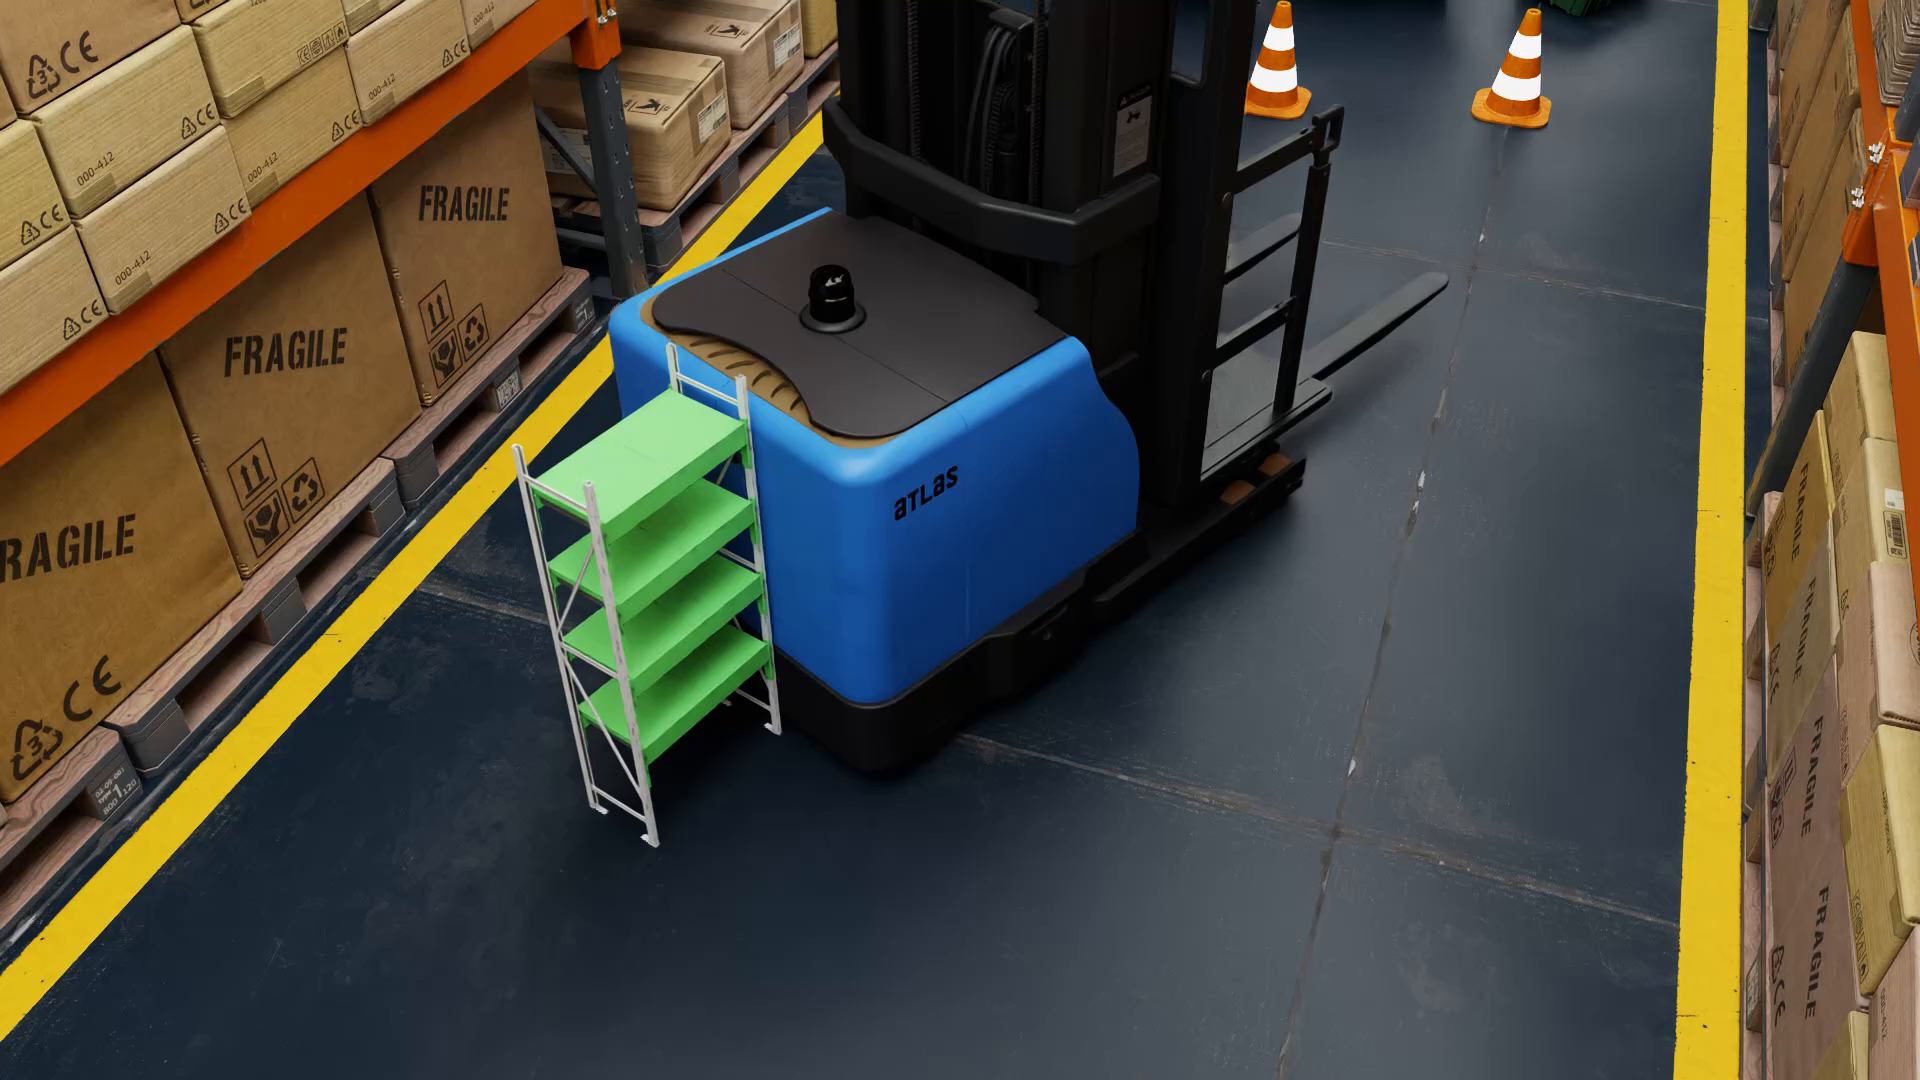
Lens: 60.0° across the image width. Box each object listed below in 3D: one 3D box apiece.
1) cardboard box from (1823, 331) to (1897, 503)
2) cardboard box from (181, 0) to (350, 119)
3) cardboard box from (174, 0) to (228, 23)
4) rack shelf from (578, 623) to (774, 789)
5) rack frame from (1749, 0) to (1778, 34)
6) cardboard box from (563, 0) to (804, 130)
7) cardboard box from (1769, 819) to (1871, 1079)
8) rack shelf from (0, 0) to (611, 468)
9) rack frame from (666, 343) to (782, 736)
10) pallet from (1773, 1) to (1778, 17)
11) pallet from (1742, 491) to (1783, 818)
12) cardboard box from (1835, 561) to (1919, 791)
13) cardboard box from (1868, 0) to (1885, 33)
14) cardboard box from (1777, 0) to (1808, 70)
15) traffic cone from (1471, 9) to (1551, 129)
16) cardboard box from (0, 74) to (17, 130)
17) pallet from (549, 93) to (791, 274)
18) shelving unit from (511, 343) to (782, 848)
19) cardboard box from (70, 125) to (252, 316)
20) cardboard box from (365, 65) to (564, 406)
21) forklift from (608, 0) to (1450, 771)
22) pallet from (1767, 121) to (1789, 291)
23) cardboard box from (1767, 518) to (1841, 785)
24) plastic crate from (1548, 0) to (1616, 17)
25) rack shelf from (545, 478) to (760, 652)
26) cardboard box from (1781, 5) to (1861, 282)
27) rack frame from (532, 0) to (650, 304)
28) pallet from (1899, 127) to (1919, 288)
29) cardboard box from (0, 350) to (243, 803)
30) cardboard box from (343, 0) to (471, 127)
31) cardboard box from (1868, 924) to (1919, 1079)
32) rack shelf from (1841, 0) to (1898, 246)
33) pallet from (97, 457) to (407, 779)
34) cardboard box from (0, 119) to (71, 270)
[{"bbox_3d":[2.544,-0.264,4.273,0.500,0.250,0.500,11,42,13],"label":"cardboard box"},{"bbox_3d":[-1.934,-1.324,4.222,0.500,0.250,0.500,12,42,14],"label":"cardboard box"},{"bbox_3d":[-1.954,-1.602,3.970,0.500,0.500,0.500,13,42,15],"label":"cardboard box"},{"bbox_3d":[-0.739,0.396,4.329,0.258,0.148,0.480,25,46,26],"label":"rack shelf"},{"bbox_3d":[4.375,-3.576,7.130,1.000,3.000,0.127,13,42,15],"label":"rack frame"},{"bbox_3d":[-1.232,-2.128,7.134,0.950,0.372,0.625,13,42,14],"label":"cardboard box"},{"bbox_3d":[2.011,0.962,3.413,0.500,0.500,0.500,12,42,14],"label":"cardboard box"},{"bbox_3d":[-2.363,-0.680,4.290,1.077,0.370,4.000,13,42,15],"label":"rack shelf"},{"bbox_3d":[-0.596,0.037,4.282,0.240,1.200,0.015,25,46,26],"label":"rack frame"},{"bbox_3d":[4.709,-2.962,8.559,1.003,0.211,1.213,13,42,15],"label":"pallet"},{"bbox_3d":[2.739,0.401,4.618,1.003,0.211,1.213,13,42,15],"label":"pallet"},{"bbox_3d":[2.189,0.345,3.560,0.500,0.250,0.500,14,42,15],"label":"cardboard box"},{"bbox_3d":[3.081,-1.813,4.986,0.500,0.500,0.500,13,42,15],"label":"cardboard box"},{"bbox_3d":[4.247,-2.481,7.257,1.050,0.750,0.750,13,42,15],"label":"cardboard box"},{"bbox_3d":[2.497,-2.128,7.388,0.336,0.463,0.334,13,42,15],"label":"traffic cone"},{"bbox_3d":[-2.304,-0.979,3.238,0.500,0.500,0.500,12,42,14],"label":"cardboard box"},{"bbox_3d":[-1.410,-1.589,6.950,1.003,0.211,1.213,13,42,15],"label":"pallet"},{"bbox_3d":[-0.739,0.165,4.132,0.258,1.200,0.503,25,46,26],"label":"shelving unit"},{"bbox_3d":[-2.103,-0.814,4.009,0.500,0.250,0.500,13,42,14],"label":"cardboard box"},{"bbox_3d":[-1.993,-1.122,5.568,0.875,0.875,0.875,13,42,15],"label":"cardboard box"},{"bbox_3d":[0.468,-1.353,4.577,3.031,2.935,1.130,-33,50,-33],"label":"forklift"},{"bbox_3d":[3.766,-1.281,6.589,1.003,0.211,1.213,13,42,15],"label":"pallet"},{"bbox_3d":[2.357,0.337,4.146,0.500,0.500,0.500,14,42,16],"label":"cardboard box"},{"bbox_3d":[3.203,-2.925,8.490,0.662,0.188,0.450,-29,58,-29],"label":"plastic crate"},{"bbox_3d":[-0.739,0.031,4.018,0.258,0.148,0.480,25,46,26],"label":"rack shelf"},{"bbox_3d":[3.596,-1.326,5.903,1.050,0.750,0.750,14,42,16],"label":"cardboard box"},{"bbox_3d":[-1.679,-2.173,5.486,1.000,3.000,0.127,13,42,15],"label":"rack frame"},{"bbox_3d":[2.864,-0.605,3.796,1.213,0.211,1.003,13,42,15],"label":"pallet"},{"bbox_3d":[-2.608,-0.034,4.292,0.875,0.875,0.875,14,43,16],"label":"cardboard box"},{"bbox_3d":[-1.768,-1.435,4.737,0.500,0.250,0.500,14,42,16],"label":"cardboard box"},{"bbox_3d":[1.845,0.988,2.805,0.500,0.250,0.500,15,43,17],"label":"cardboard box"},{"bbox_3d":[3.691,-2.083,5.934,1.077,0.370,4.000,13,42,15],"label":"rack shelf"},{"bbox_3d":[-2.438,0.093,4.978,1.003,0.211,1.213,13,42,15],"label":"pallet"},{"bbox_3d":[-2.282,-0.699,3.488,0.500,0.250,0.500,14,42,16],"label":"cardboard box"}]
